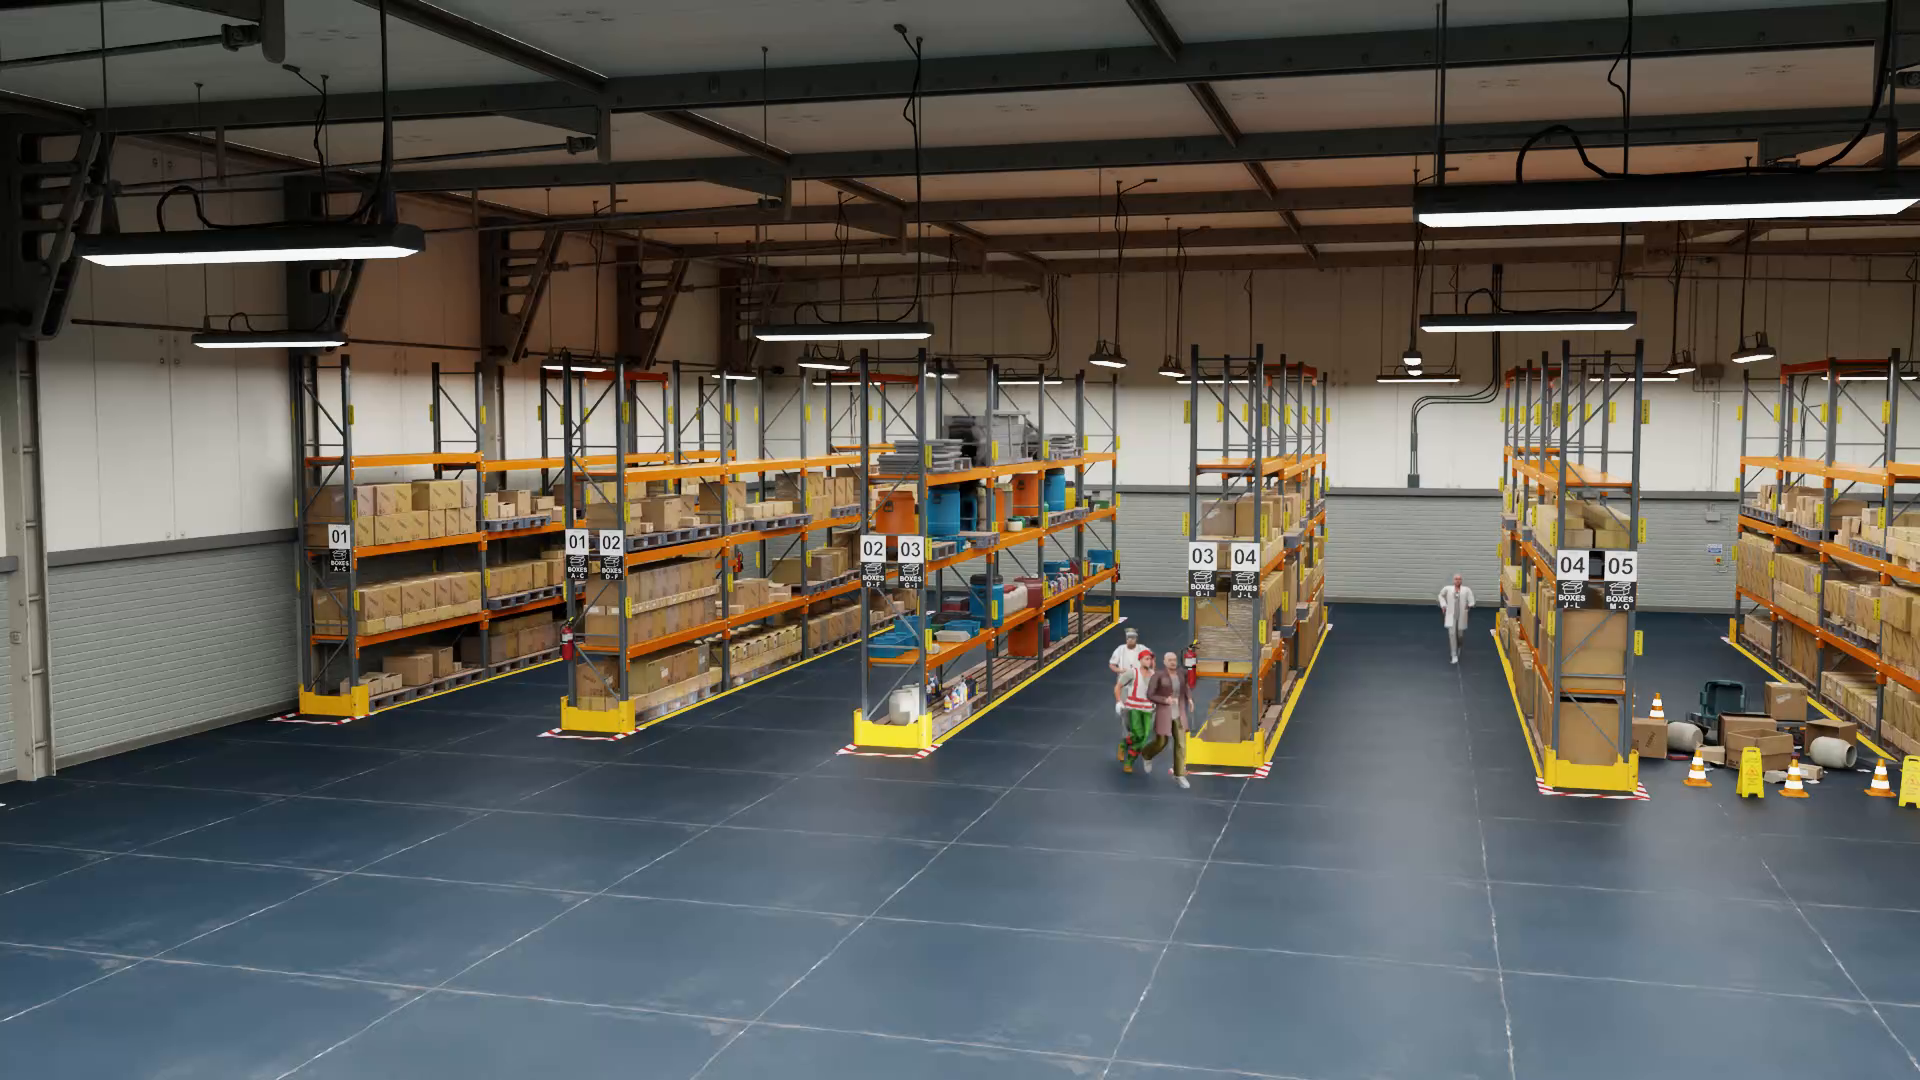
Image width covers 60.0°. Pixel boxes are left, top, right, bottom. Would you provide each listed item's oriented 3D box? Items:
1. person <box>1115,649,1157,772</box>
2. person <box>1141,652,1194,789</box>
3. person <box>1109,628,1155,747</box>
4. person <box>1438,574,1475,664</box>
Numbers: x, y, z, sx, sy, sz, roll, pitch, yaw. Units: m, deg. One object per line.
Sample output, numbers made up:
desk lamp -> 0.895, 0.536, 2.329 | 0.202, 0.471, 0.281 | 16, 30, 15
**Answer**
person -> 2.555, 2.399, 23.333 | 0.715, 1.710, 0.537 | -1, 5, -18
person -> 2.847, 2.432, 22.700 | 0.718, 1.756, 1.055 | -1, 5, -18
person -> 2.606, 2.225, 25.232 | 0.679, 1.829, 0.834 | 1, 4, 12
person -> 10.111, 1.579, 33.868 | 0.710, 1.787, 1.025 | 1, 4, 14
